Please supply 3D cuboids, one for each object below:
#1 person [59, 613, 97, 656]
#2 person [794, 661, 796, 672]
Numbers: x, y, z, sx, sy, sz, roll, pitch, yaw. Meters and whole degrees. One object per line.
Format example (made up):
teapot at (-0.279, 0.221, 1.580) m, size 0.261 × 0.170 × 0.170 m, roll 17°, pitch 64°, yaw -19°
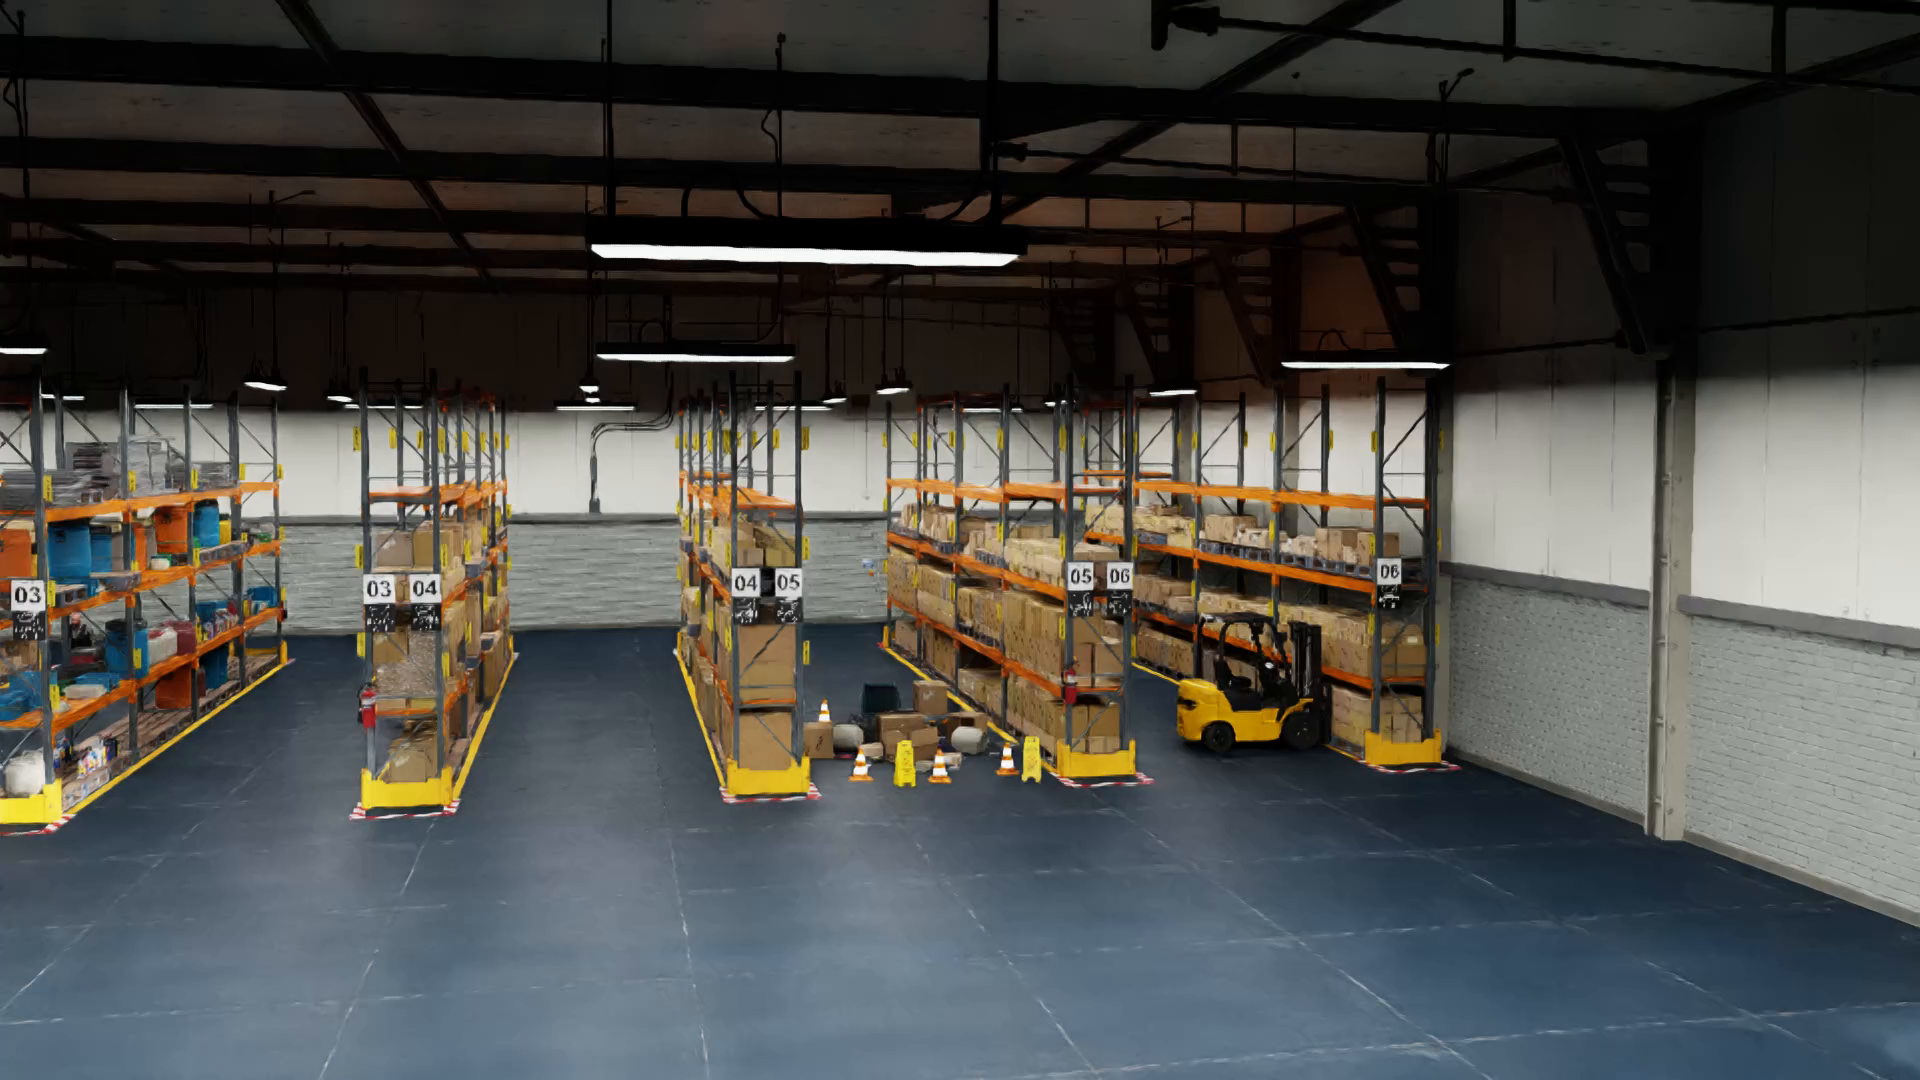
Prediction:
person at (-17.200, 2.242, 32.454) m, size 0.677 × 1.674 × 0.534 m, roll -1°, pitch 4°, yaw -14°
person at (-3.715, 2.014, 35.945) m, size 0.477 × 1.675 × 0.487 m, roll 1°, pitch 4°, yaw 19°
